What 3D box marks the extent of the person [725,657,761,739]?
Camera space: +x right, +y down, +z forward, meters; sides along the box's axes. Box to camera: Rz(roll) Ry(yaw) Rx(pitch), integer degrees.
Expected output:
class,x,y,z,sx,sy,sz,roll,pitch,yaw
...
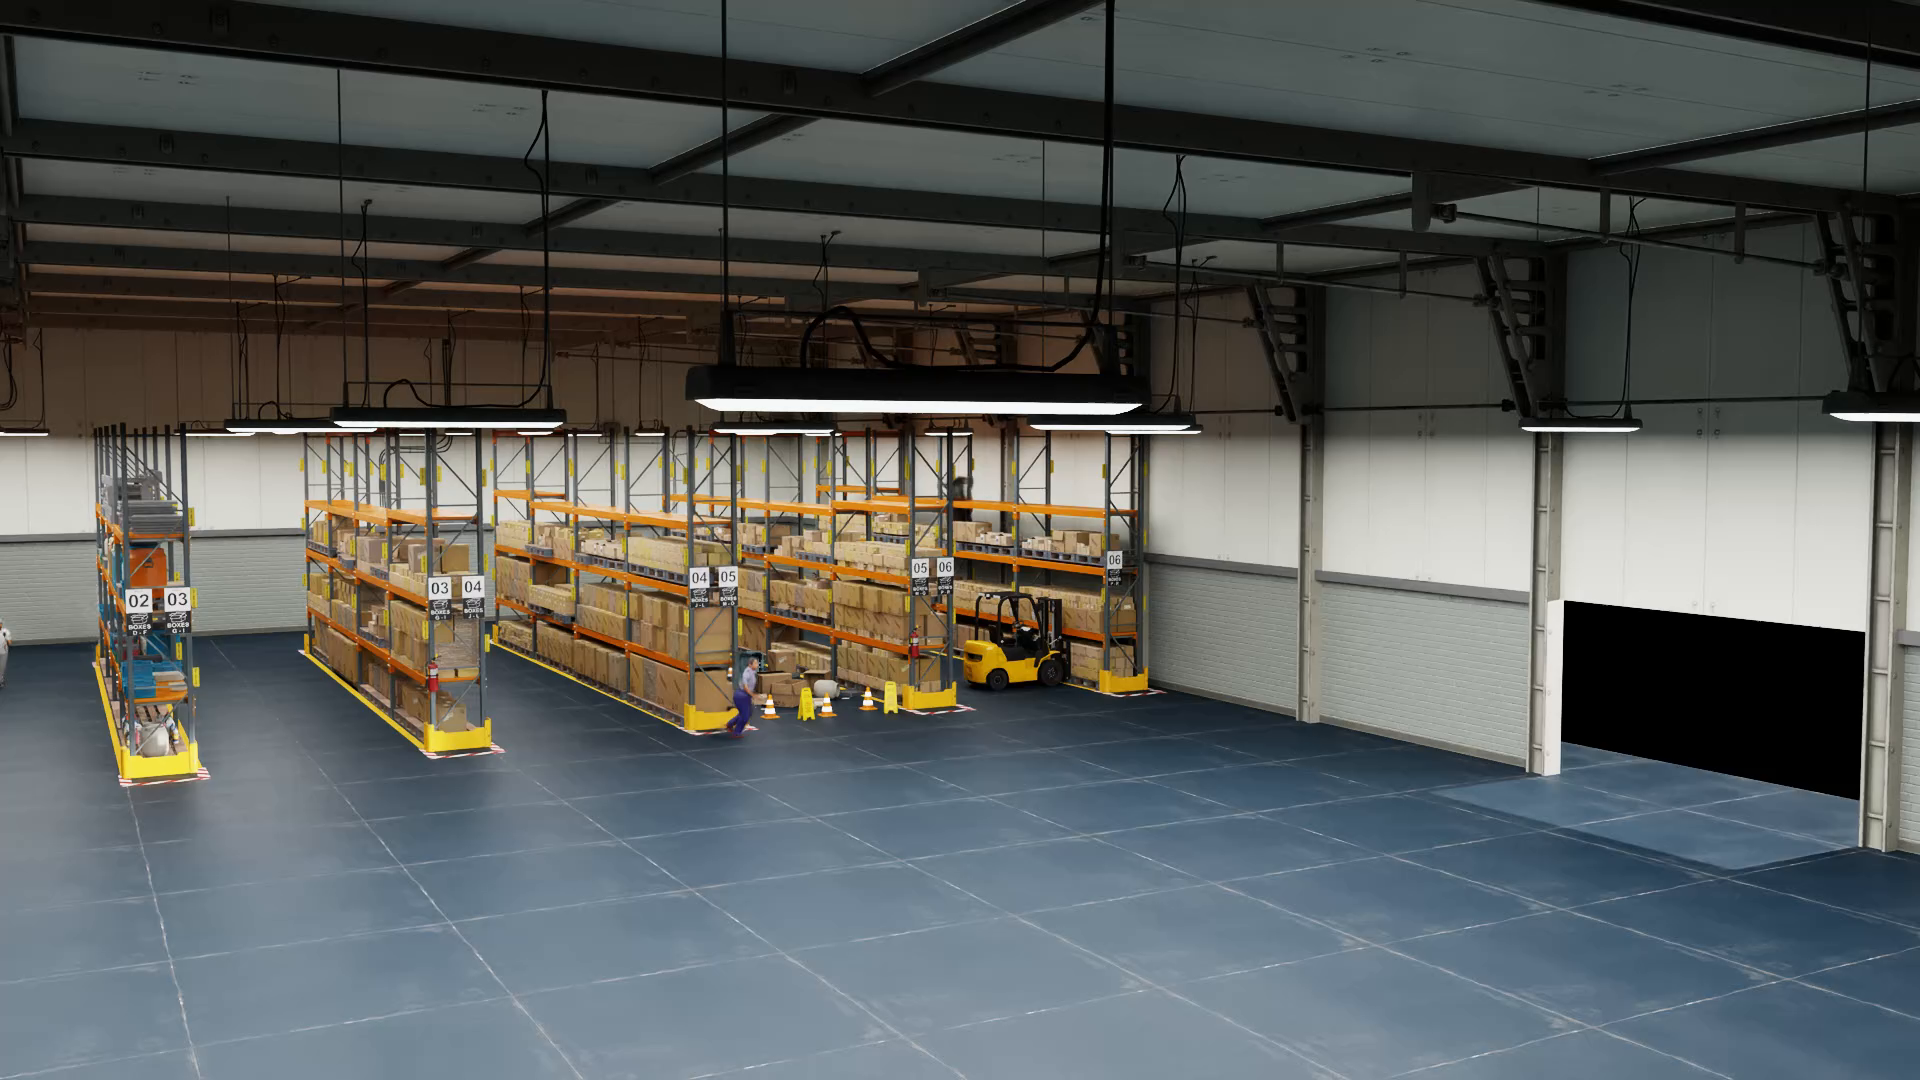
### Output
class,x,y,z,sx,sy,sz,roll,pitch,yaw
person,-4.163,3.027,31.812,0.723,1.540,0.587,0,3,1

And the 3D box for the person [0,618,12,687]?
class,x,y,z,sx,sy,sz,roll,pitch,yaw
person,-21.989,2.614,38.030,0.528,1.684,0.796,-3,4,-38

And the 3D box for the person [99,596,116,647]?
class,x,y,z,sx,sy,sz,roll,pitch,yaw
person,-23.128,2.119,45.390,0.686,1.814,0.691,0,3,0
